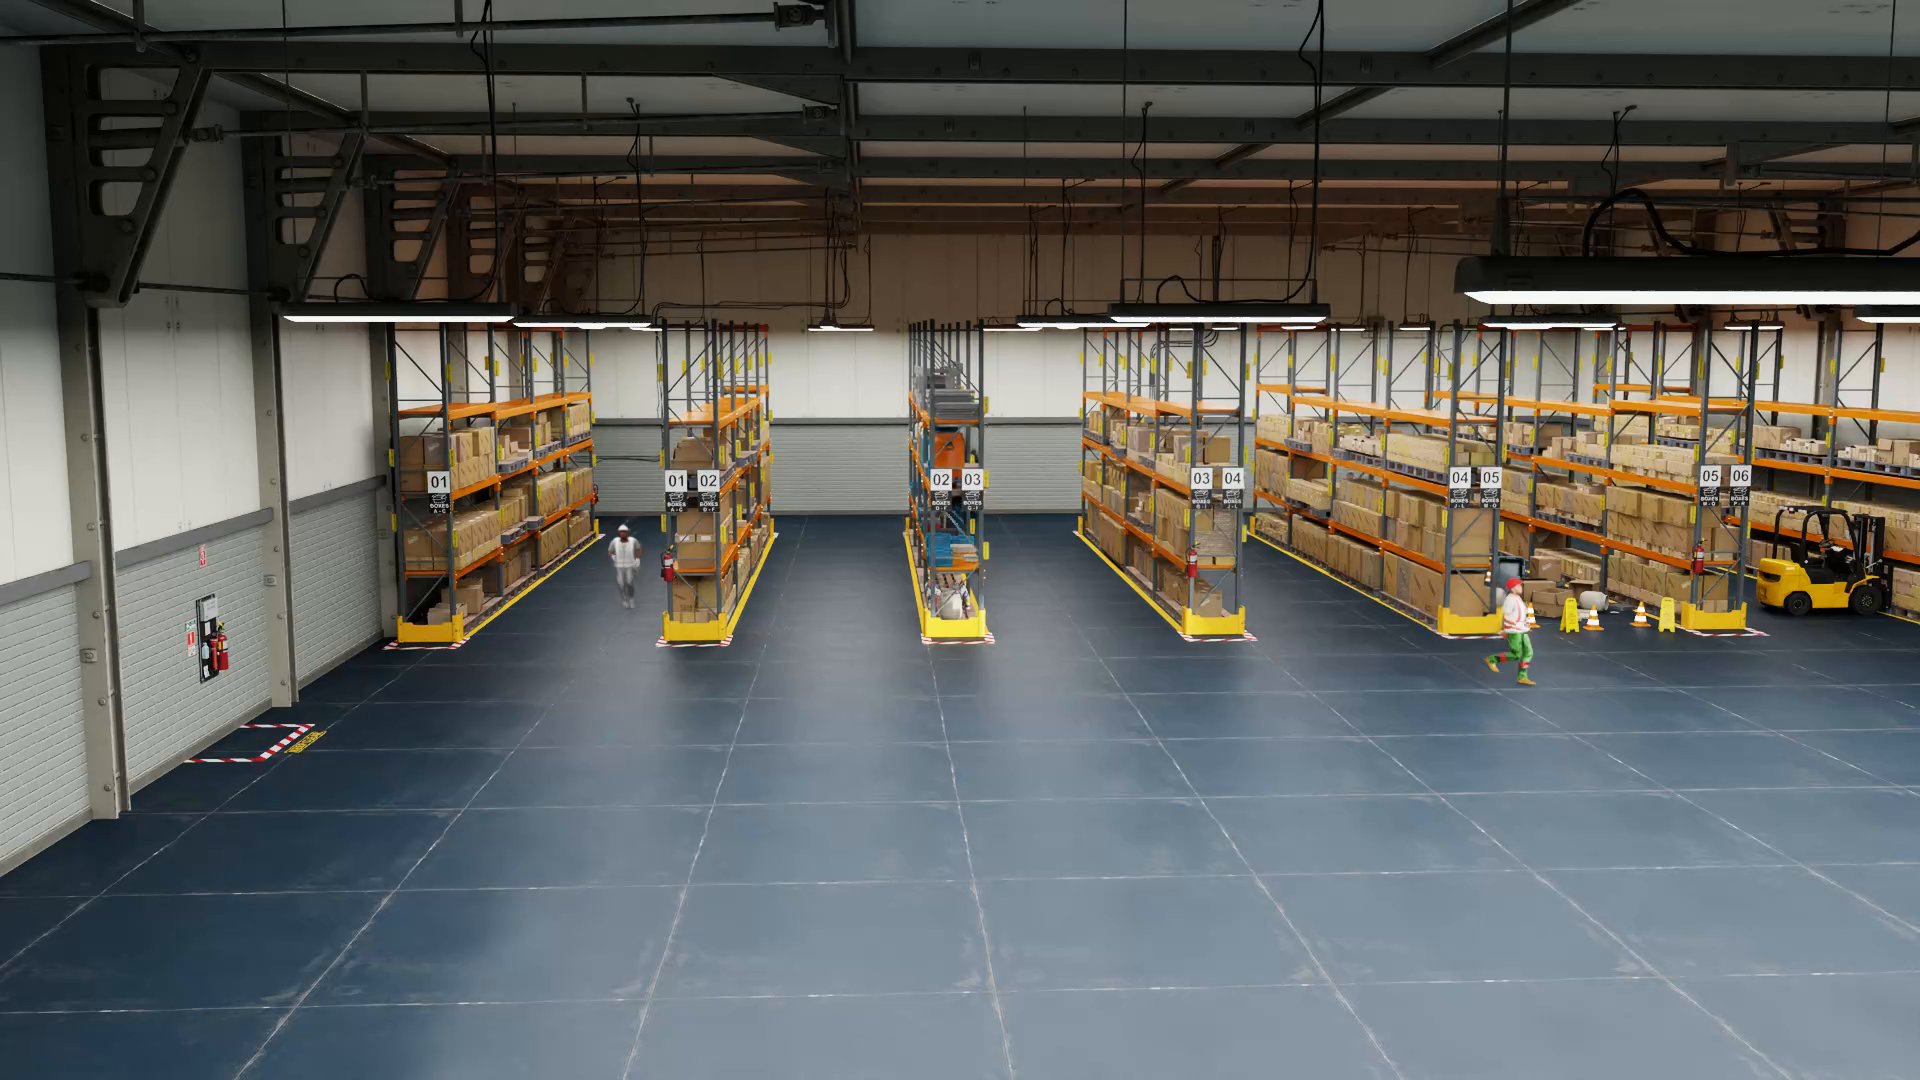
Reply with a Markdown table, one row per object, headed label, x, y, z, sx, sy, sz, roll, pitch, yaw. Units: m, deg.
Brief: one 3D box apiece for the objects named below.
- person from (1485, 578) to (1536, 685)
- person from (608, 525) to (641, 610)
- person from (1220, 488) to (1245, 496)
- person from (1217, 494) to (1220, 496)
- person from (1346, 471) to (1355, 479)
| label | x | y | z | sx | sy | sz | roll | pitch | yaw |
| --- | --- | --- | --- | --- | --- | --- | --- | --- | --- |
| person | 9.113 | 1.492 | 27.375 | 0.805 | 1.754 | 0.669 | 5 | 9 | 34 |
| person | -6.995 | 0.576 | 34.629 | 0.669 | 1.773 | 0.676 | 0 | 7 | -4 |
| person | 7.942 | -1.178 | 48.833 | 0.955 | 1.726 | 0.764 | -3 | 8 | -24 |
| person | 7.158 | -0.981 | 47.767 | 0.671 | 1.641 | 0.485 | 5 | 9 | 34 |
| person | 11.919 | -1.193 | 49.459 | 0.958 | 1.730 | 0.674 | -1 | 7 | -9 |
